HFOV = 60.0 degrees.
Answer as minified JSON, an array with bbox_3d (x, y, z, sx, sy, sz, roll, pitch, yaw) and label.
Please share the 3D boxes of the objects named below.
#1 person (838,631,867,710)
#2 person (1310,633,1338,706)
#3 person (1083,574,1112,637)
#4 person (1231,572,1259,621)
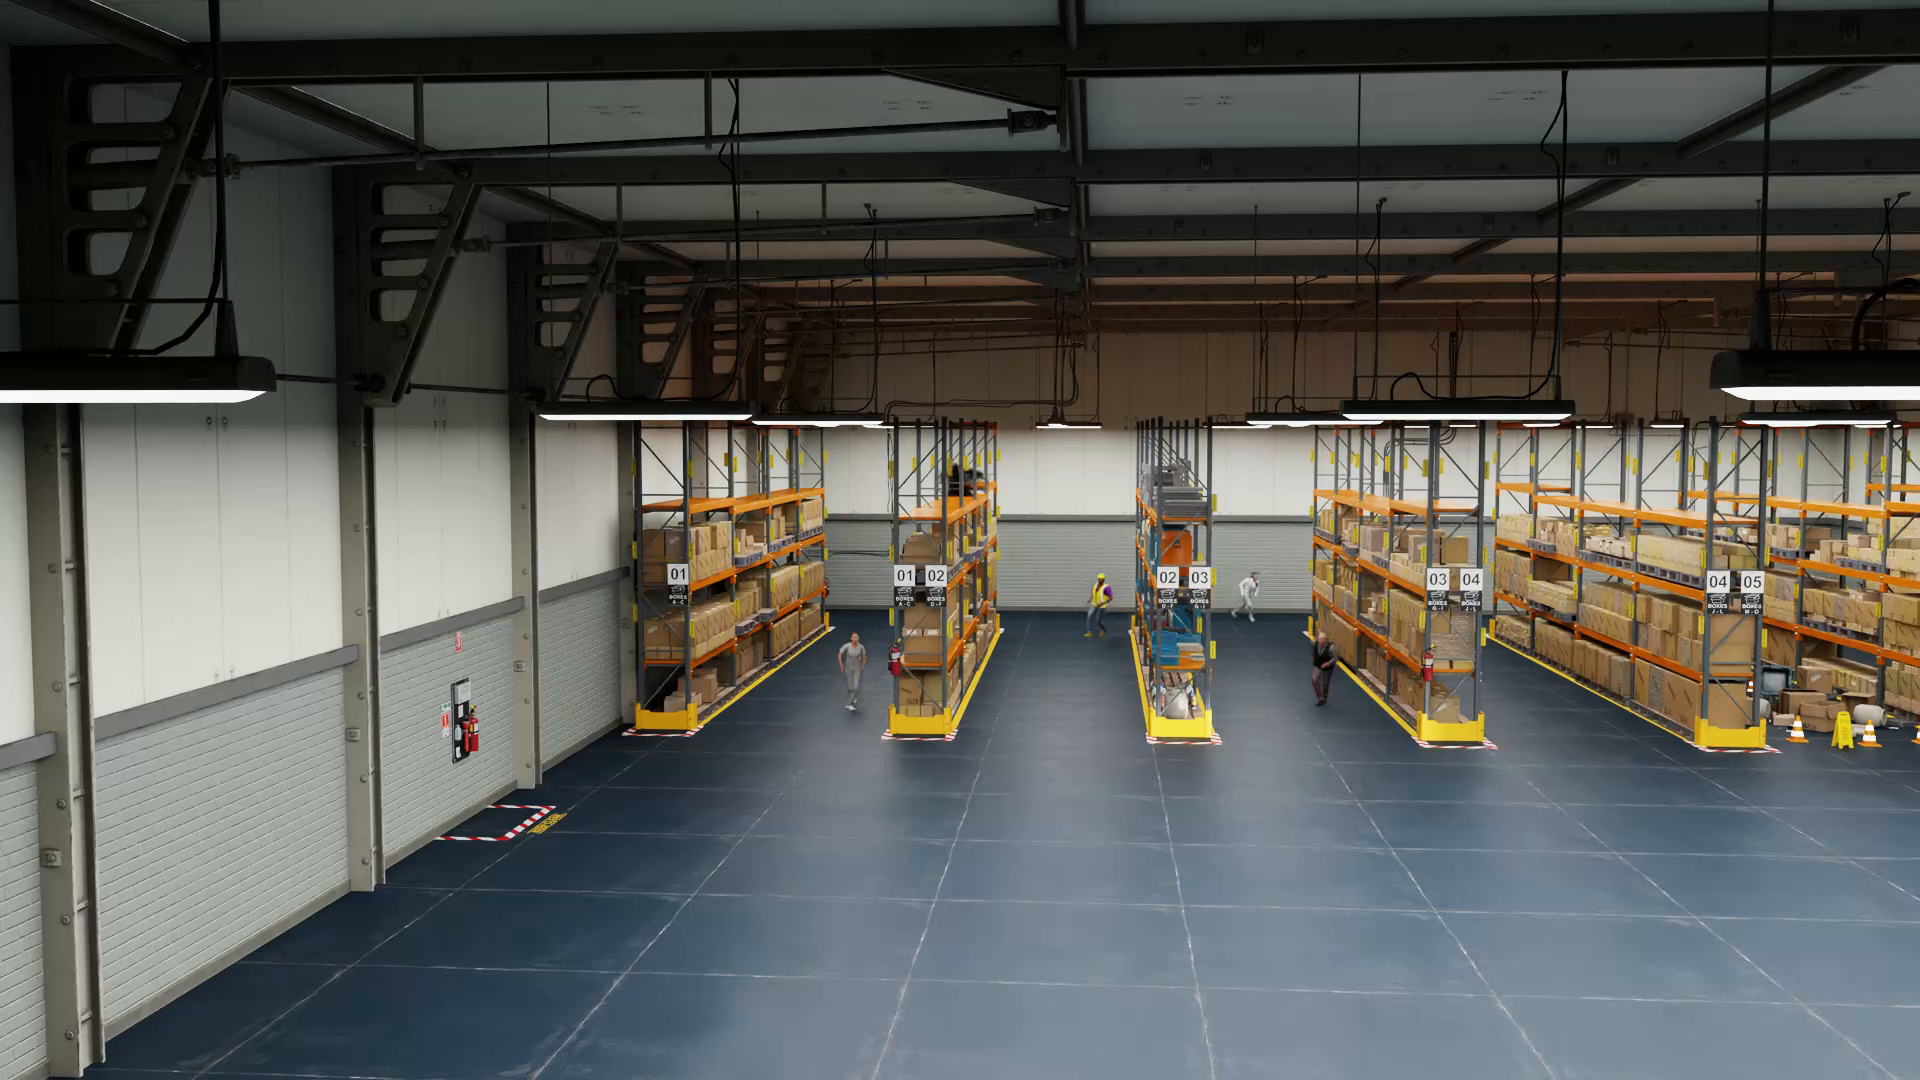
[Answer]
[{"bbox_3d":[-2.225,2.680,34.316,0.605,1.617,0.591,-1,4,-13],"label":"person"},{"bbox_3d":[7.610,2.656,34.658,0.644,1.536,1.085,2,4,24],"label":"person"},{"bbox_3d":[3.694,1.741,44.023,0.751,1.724,0.777,3,5,43],"label":"person"},{"bbox_3d":[8.669,1.694,50.471,0.605,1.515,1.045,-3,5,-34],"label":"person"}]
